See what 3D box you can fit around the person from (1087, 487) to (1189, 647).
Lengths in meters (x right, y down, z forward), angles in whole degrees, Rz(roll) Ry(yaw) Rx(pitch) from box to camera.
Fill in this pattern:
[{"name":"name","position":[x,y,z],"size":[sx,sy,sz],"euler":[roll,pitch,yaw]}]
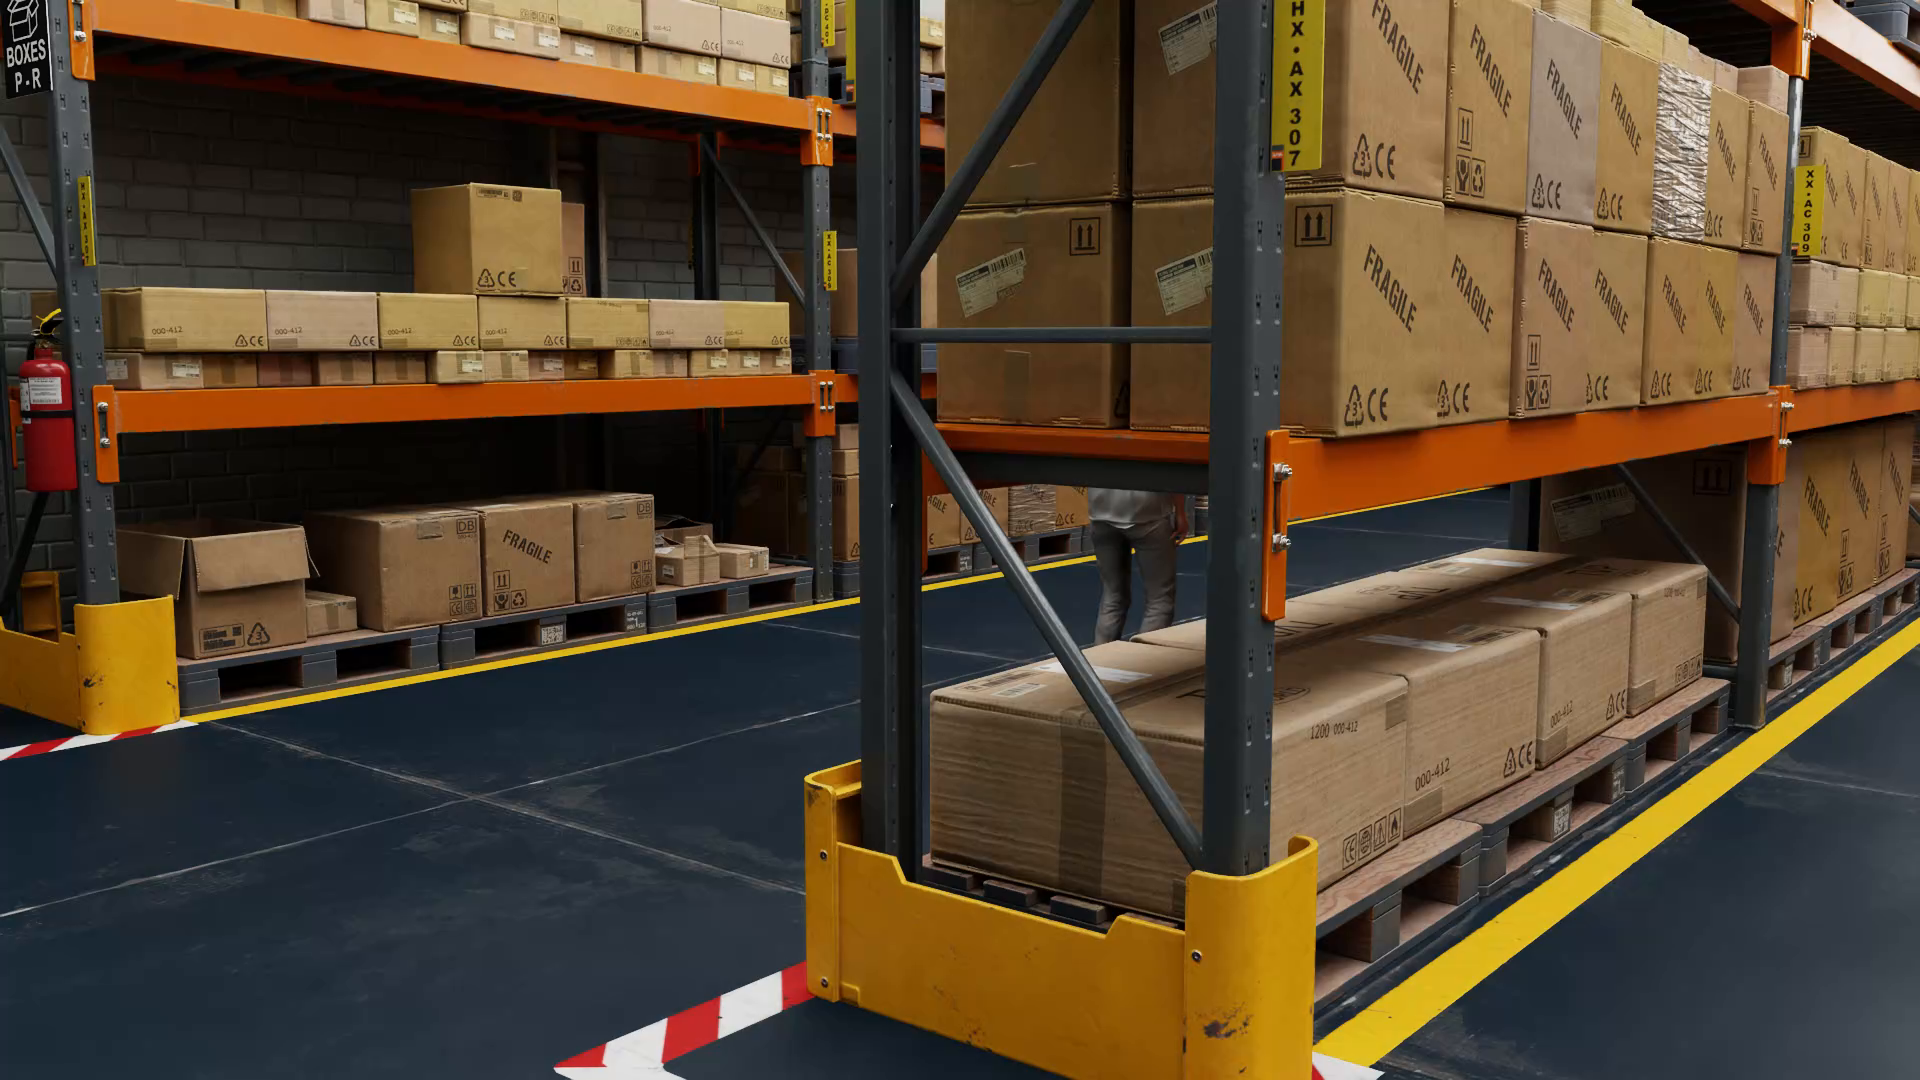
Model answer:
[{"name":"person","position":[0.691,-0.033,6.622],"size":[0.460,1.477,0.345],"euler":[5,9,38]}]
